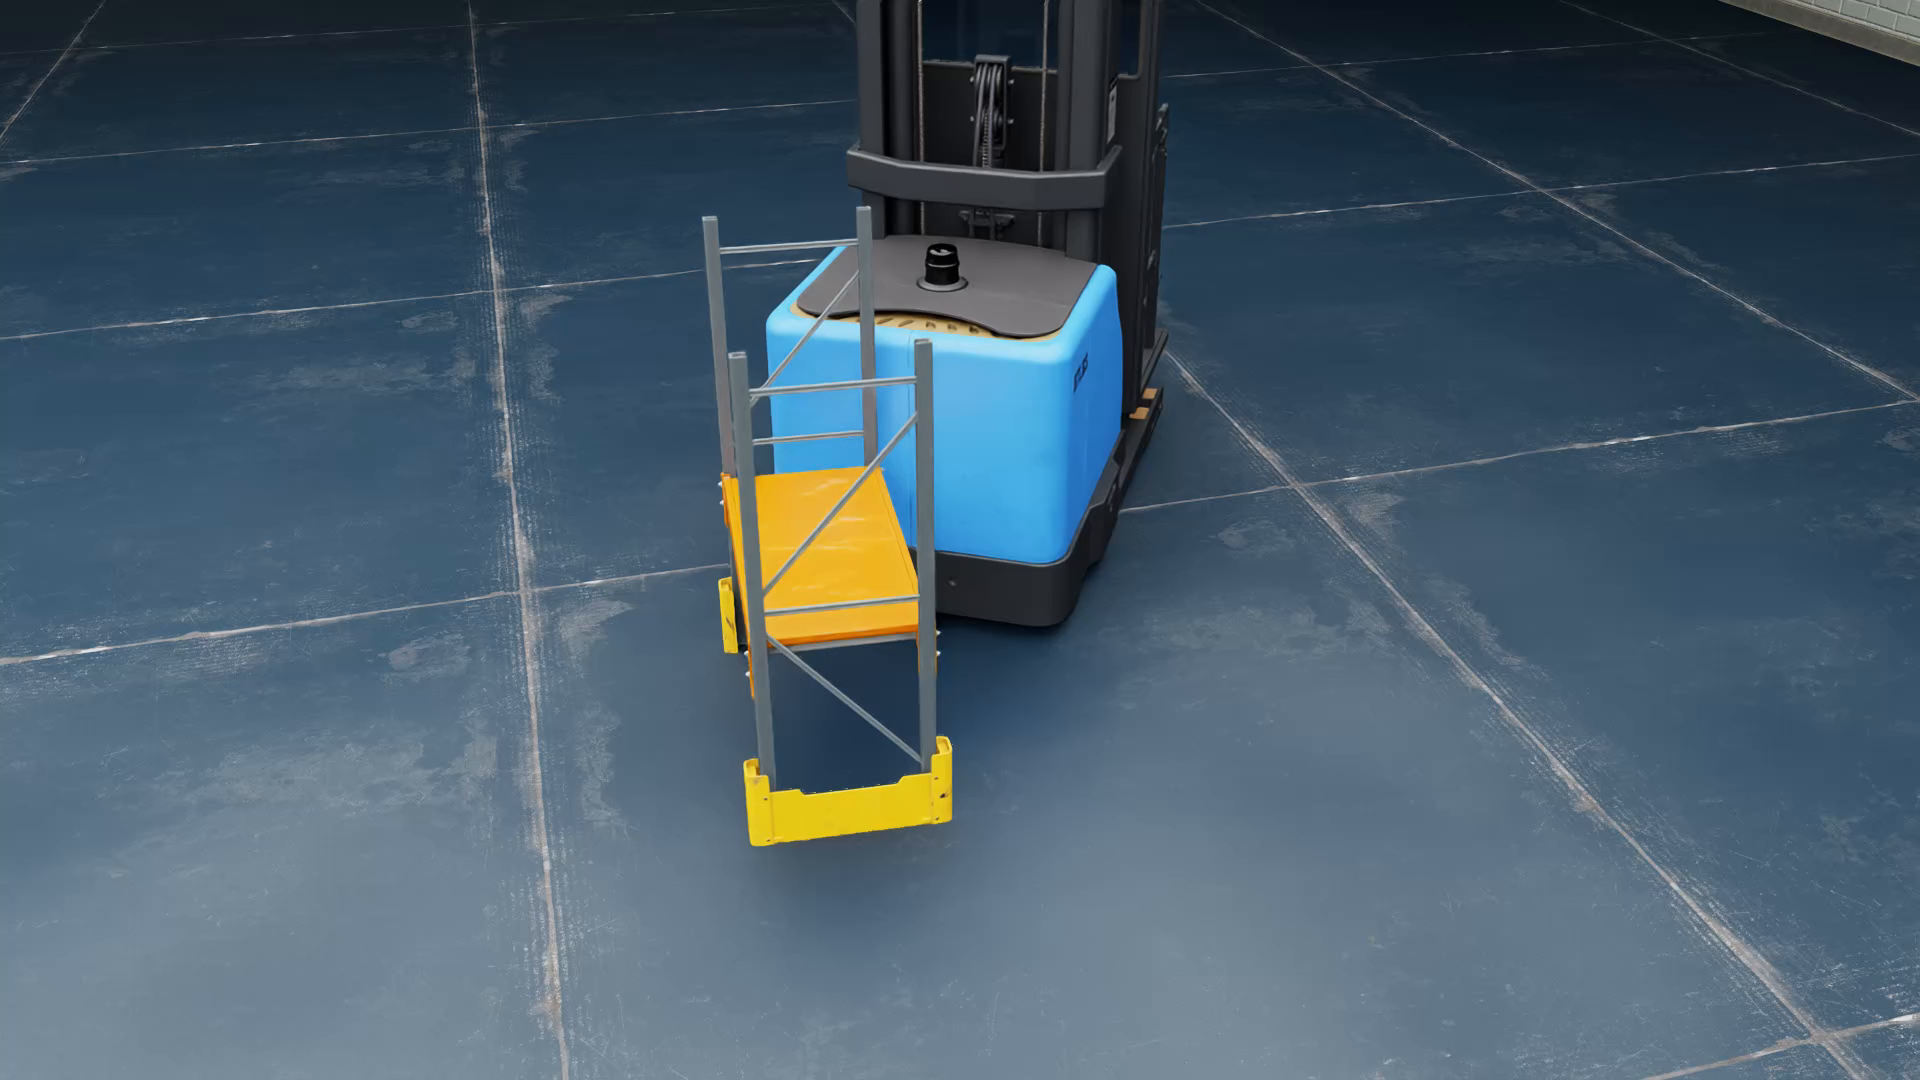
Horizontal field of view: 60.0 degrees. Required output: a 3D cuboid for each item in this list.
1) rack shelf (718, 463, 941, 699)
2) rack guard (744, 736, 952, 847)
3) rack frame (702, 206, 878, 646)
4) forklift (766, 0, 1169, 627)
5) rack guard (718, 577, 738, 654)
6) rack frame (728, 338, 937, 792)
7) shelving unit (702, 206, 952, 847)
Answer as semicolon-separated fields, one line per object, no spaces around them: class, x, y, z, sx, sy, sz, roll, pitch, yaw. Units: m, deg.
rack shelf;-0.413;0.084;4.966;0.538;0.185;1.000;-6;31;-10
rack guard;-0.315;0.719;4.758;0.587;0.250;0.087;-6;31;-10
rack frame;-0.512;-0.321;5.308;0.500;1.500;0.032;-6;31;-10
forklift;0.241;-1.701;6.264;1.130;2.935;3.031;8;31;13
rack guard;-0.508;0.229;5.604;0.587;0.250;0.087;-6;31;-10
rack frame;-0.315;0.179;4.444;0.500;1.500;0.032;-6;31;-10
shelving unit;-0.412;-0.067;4.868;0.587;1.500;1.083;-6;31;-10
